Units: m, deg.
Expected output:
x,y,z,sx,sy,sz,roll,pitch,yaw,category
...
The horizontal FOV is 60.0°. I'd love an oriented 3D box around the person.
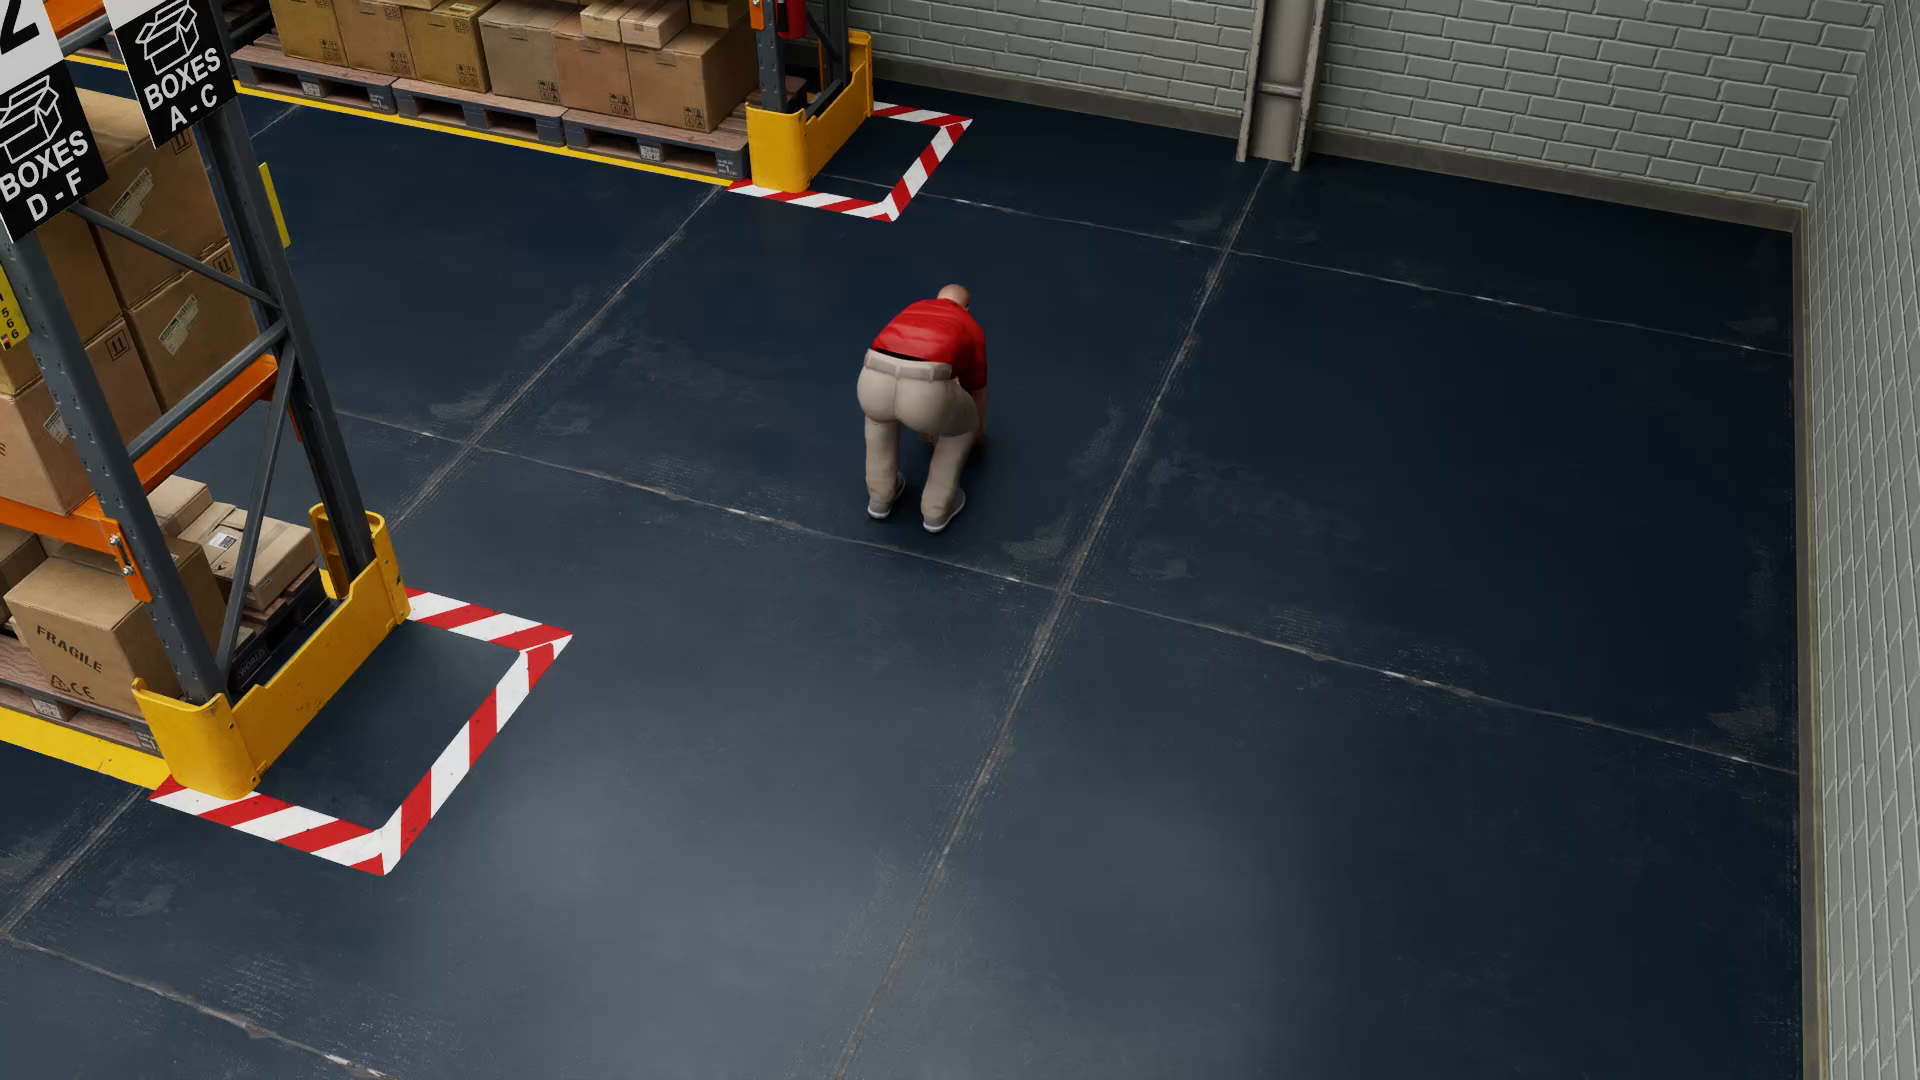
x,y,z,sx,sy,sz,roll,pitch,yaw,category
-0.147,-0.637,7.470,0.530,0.976,0.958,12,43,13,person
